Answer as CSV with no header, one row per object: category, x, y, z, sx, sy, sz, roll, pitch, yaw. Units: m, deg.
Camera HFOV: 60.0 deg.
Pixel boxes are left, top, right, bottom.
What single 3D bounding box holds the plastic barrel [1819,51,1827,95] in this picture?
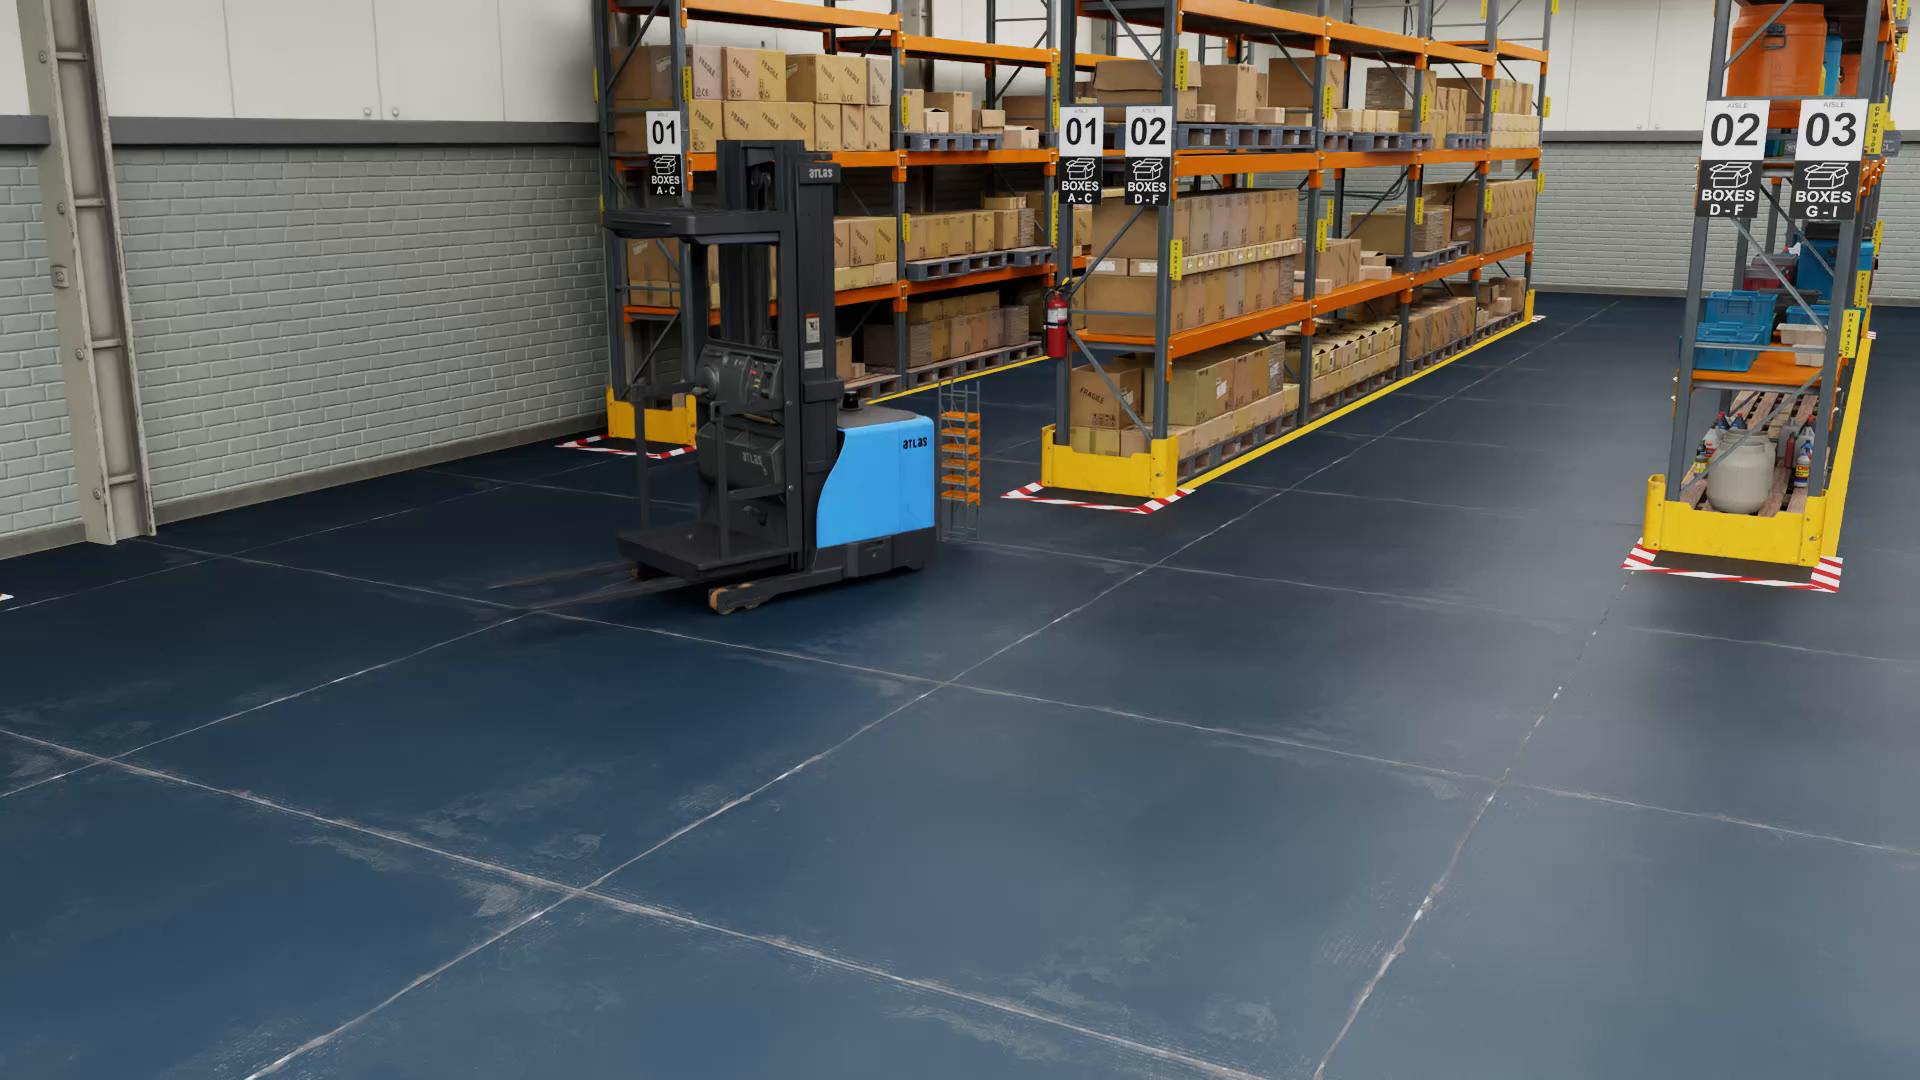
plastic barrel,6.067,-3.347,12.319,0.600,0.588,0.600,0,14,0

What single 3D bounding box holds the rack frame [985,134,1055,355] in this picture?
rack frame,0.822,-4.109,23.176,1.000,3.000,0.127,7,15,28

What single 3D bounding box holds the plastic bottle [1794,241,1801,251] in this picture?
plastic bottle,10.954,-3.739,21.748,0.144,0.351,0.185,7,15,28

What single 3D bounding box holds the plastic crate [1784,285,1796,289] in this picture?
plastic crate,8.155,-2.452,16.755,0.450,0.188,0.662,7,15,28

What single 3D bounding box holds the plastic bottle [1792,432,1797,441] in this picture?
plastic bottle,7.150,-0.795,14.287,0.061,0.283,0.133,7,15,28

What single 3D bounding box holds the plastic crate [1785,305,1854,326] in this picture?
plastic crate,7.263,-1.835,14.064,0.499,0.251,0.616,7,15,28

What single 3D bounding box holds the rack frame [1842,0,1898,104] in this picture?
rack frame,9.494,-5.903,17.817,1.000,3.000,0.127,7,15,28

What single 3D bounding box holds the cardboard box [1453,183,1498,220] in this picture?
cardboard box,7.568,-4.968,24.395,0.500,0.500,0.500,8,16,29

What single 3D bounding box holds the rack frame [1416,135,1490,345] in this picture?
rack frame,7.093,-4.369,24.255,1.000,3.000,0.127,7,15,28

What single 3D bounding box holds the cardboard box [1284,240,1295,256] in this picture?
cardboard box,3.161,-2.961,16.818,0.380,0.149,0.250,7,15,27

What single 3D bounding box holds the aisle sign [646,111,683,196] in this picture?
aisle sign,-2.818,-3.682,15.861,0.394,0.787,0.004,7,15,28

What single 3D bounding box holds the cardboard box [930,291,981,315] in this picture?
cardboard box,-0.056,-3.102,21.796,0.500,0.250,0.500,7,15,28

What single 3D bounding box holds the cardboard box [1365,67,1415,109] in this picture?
cardboard box,5.376,-5.630,20.739,0.500,0.500,0.500,7,15,28

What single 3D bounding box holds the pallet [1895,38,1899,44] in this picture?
pallet,11.055,-6.264,20.571,1.003,0.211,1.213,7,15,28

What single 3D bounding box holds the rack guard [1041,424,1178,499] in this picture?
rack guard,1.281,-0.687,14.315,1.175,0.500,0.348,7,15,28

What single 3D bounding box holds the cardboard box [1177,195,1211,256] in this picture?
cardboard box,1.804,-2.800,14.766,0.700,0.500,0.500,7,15,27

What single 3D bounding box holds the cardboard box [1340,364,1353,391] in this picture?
cardboard box,4.134,-1.861,18.823,0.500,0.250,0.500,7,15,26

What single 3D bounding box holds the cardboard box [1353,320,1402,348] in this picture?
cardboard box,5.122,-2.553,20.497,0.500,0.311,0.500,8,16,30

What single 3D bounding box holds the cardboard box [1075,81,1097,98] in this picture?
cardboard box,1.961,-6.734,24.913,0.500,0.250,0.500,7,15,26

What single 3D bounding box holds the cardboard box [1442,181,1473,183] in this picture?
cardboard box,7.600,-5.245,25.544,0.500,0.500,0.500,8,15,28

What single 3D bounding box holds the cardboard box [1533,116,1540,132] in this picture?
cardboard box,9.002,-6.684,26.709,0.500,0.250,0.500,7,15,28

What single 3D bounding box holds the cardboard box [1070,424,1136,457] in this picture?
cardboard box,1.293,-0.918,14.911,0.500,0.250,0.500,7,15,28

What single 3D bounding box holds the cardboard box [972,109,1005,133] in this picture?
cardboard box,0.114,-5.371,21.750,0.797,0.503,0.637,10,17,36

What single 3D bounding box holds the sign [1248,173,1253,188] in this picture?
sign,5.157,-6.364,29.554,0.100,0.325,0.005,7,15,28

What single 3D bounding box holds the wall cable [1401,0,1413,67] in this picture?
wall cable,10.104,-10.425,32.427,3.097,2.526,0.112,7,15,28

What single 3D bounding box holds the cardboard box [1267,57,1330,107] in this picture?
cardboard box,3.559,-4.804,17.482,0.500,0.500,0.500,8,15,29

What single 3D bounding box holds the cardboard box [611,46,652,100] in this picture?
cardboard box,-3.066,-4.588,16.375,0.500,0.500,0.500,8,16,31

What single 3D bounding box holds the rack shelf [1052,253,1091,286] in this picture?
rack shelf,1.788,-4.169,24.962,1.077,0.370,4.000,7,15,28

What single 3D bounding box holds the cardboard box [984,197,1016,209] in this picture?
cardboard box,0.538,-4.545,22.448,0.380,0.149,0.250,5,14,19

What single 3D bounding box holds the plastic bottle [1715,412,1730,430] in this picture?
plastic bottle,6.807,-0.973,14.883,0.144,0.351,0.185,8,16,30

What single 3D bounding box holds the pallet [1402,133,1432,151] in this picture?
pallet,4.910,-4.765,19.902,1.213,0.211,1.003,8,16,31

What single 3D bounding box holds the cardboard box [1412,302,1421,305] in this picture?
cardboard box,6.150,-3.084,23.318,0.500,0.500,0.500,8,15,29

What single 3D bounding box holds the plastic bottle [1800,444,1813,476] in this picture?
plastic bottle,6.990,-0.660,13.753,0.097,0.271,0.097,0,14,0

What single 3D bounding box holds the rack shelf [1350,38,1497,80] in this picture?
rack shelf,6.127,-6.331,21.981,1.077,0.370,4.000,7,15,28

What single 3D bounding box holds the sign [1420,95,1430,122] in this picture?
sign,5.642,-5.232,20.162,0.100,0.325,0.005,7,15,28

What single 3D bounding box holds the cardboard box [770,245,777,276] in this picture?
cardboard box,-2.049,-3.038,17.413,0.500,0.500,0.500,7,15,26

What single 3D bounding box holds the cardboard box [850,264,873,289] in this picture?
cardboard box,-1.324,-2.992,18.821,0.500,0.250,0.500,7,15,28

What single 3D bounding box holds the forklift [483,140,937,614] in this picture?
forklift,-1.614,-1.090,10.801,3.031,2.935,1.130,-11,18,-39

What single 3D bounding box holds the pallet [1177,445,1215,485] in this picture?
pallet,1.625,-0.713,15.040,1.003,0.211,1.213,7,15,28

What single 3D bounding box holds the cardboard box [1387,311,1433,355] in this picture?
cardboard box,5.878,-2.716,21.794,0.500,0.500,0.500,7,15,26

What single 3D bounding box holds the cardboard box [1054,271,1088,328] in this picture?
cardboard box,1.721,-3.583,24.685,0.750,0.750,0.750,7,15,28

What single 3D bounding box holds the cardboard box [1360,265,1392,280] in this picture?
cardboard box,4.967,-3.210,19.985,0.380,0.149,0.250,7,15,28

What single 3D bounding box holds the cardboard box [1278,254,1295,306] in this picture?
cardboard box,3.017,-2.684,17.055,0.700,0.500,0.500,7,15,27

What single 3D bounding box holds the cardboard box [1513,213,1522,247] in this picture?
cardboard box,8.555,-4.907,26.273,0.500,0.500,0.500,8,15,28

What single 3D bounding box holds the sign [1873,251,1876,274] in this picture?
sign,9.979,-3.005,18.248,0.100,0.325,0.005,7,15,28

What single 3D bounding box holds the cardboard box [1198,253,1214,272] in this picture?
cardboard box,2.042,-2.484,14.839,0.380,0.149,0.250,7,15,27

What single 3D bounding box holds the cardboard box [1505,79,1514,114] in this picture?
cardboard box,7.897,-6.656,24.994,0.700,0.500,0.500,7,15,28

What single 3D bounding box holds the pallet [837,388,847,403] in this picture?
pallet,-1.995,-1.539,18.468,1.003,0.211,1.213,7,15,28

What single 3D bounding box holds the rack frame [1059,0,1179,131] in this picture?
rack frame,1.292,-4.823,13.340,1.000,3.000,0.127,7,15,28

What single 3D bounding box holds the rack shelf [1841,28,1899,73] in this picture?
rack shelf,10.461,-5.769,19.650,1.077,0.370,4.000,7,15,28

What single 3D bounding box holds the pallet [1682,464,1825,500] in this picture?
pallet,6.610,-0.426,13.849,1.003,0.211,1.213,7,15,28

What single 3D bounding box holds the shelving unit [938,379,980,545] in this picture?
shelving unit,-0.007,-0.580,12.381,0.258,1.200,0.189,7,15,28

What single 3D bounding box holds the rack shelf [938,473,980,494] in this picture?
rack shelf,-0.007,-0.420,12.419,0.258,0.103,0.180,7,15,28

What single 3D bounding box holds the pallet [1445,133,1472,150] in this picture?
pallet,6.218,-5.397,22.519,1.213,0.211,1.003,7,15,28

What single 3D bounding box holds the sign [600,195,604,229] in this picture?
sign,-3.522,-3.251,16.473,0.100,0.325,0.005,7,15,28
